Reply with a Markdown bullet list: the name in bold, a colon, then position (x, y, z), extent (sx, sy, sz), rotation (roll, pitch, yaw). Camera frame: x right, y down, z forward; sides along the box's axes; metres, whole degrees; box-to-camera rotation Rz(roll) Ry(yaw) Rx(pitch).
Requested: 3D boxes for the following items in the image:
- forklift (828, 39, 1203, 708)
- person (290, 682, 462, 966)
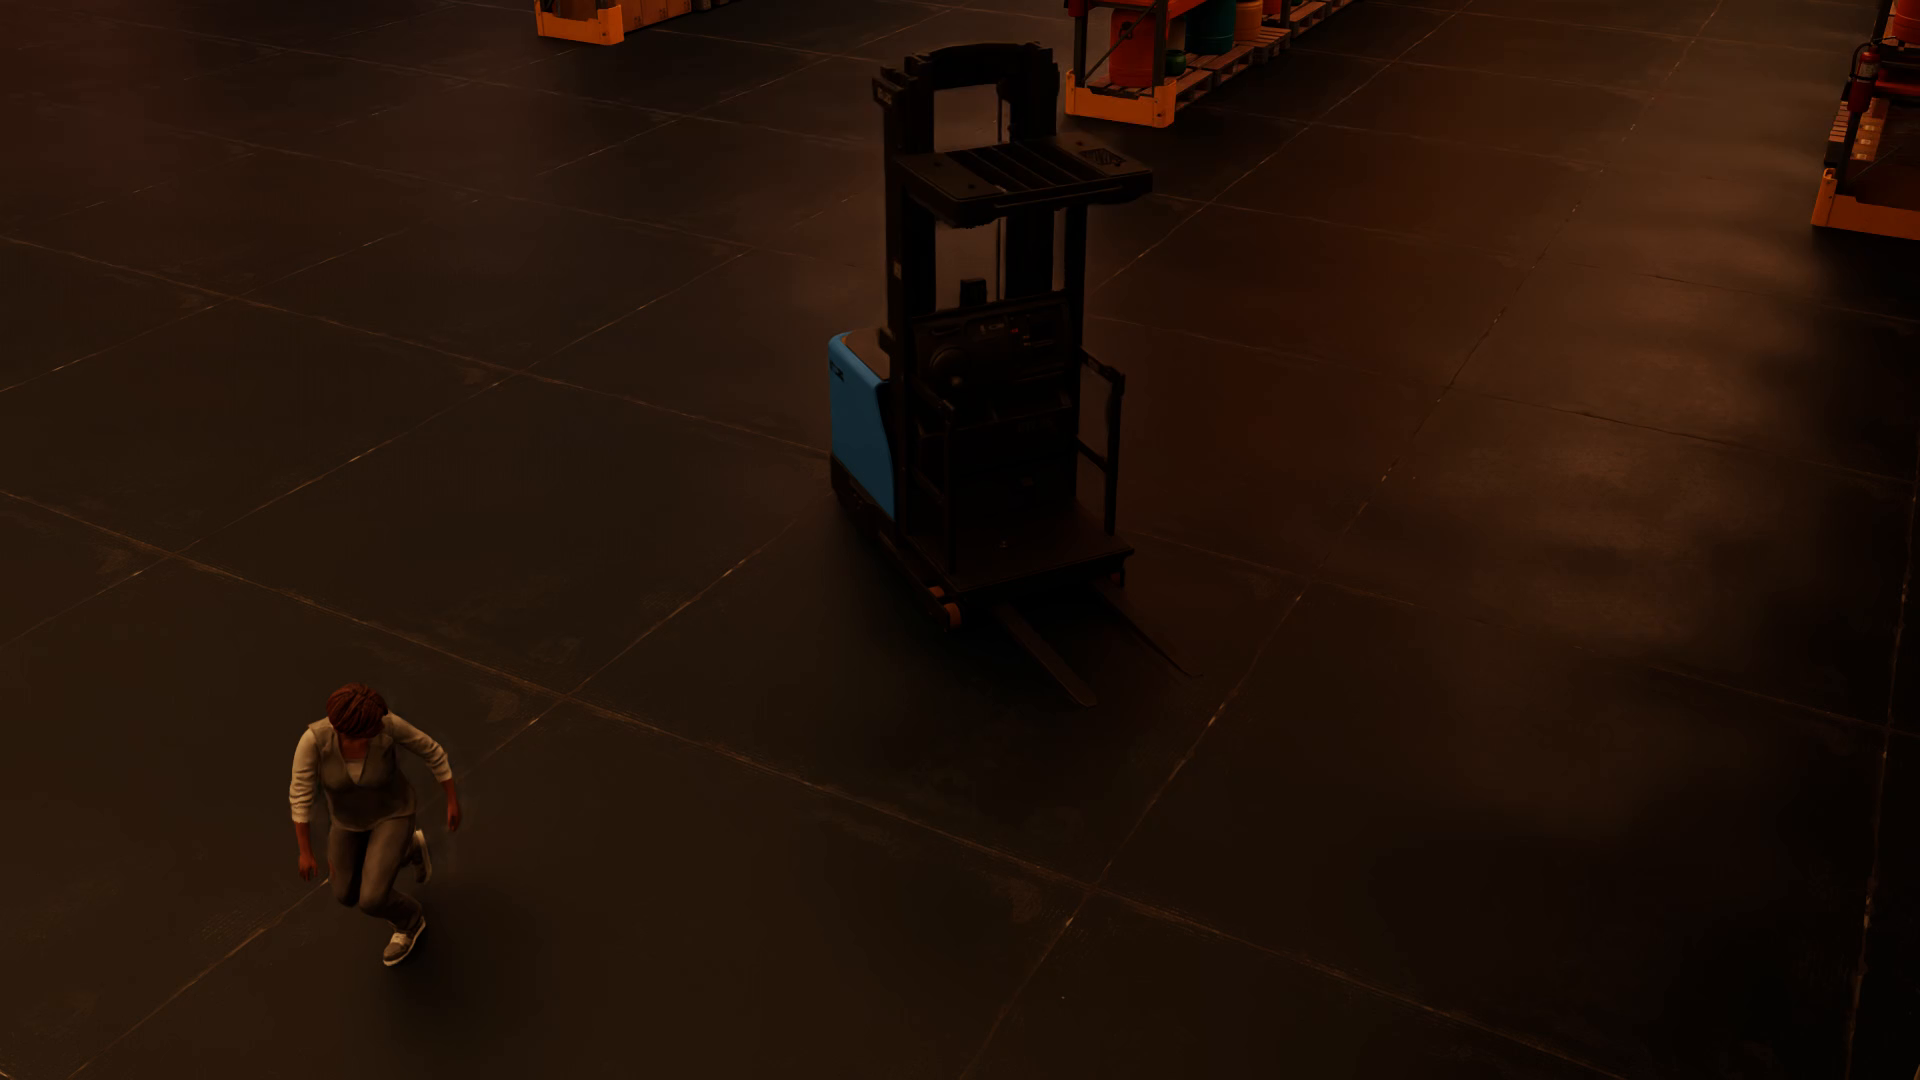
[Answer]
- **forklift**: position (0.277, -1.011, 8.822), extent (1.130, 2.935, 3.031), rotation (-13, 33, -22)
- **person**: position (-2.333, 1.073, 6.782), extent (0.580, 1.393, 0.635), rotation (0, 30, 0)
